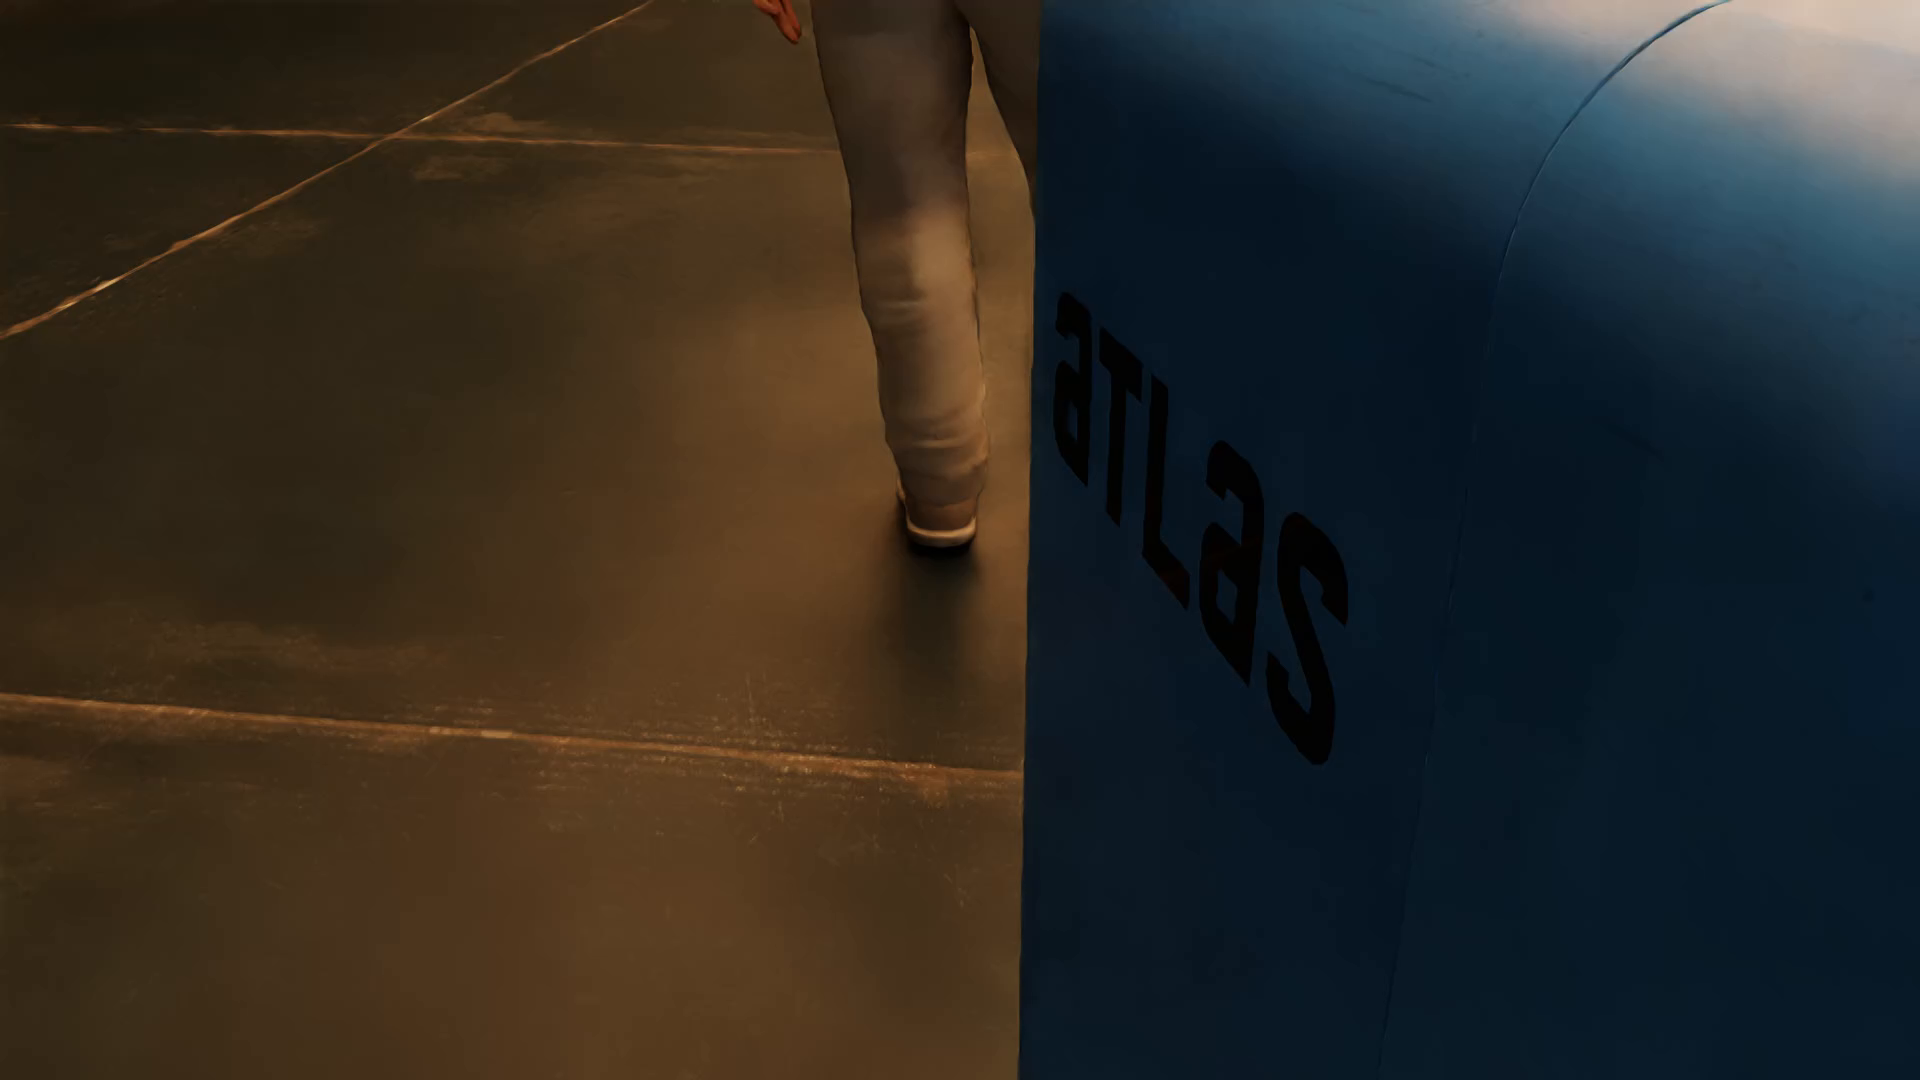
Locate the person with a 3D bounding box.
[{"bbox_3d":[0.022,-0.838,2.167,0.640,1.781,0.574,3,27,7],"label":"person"}]
